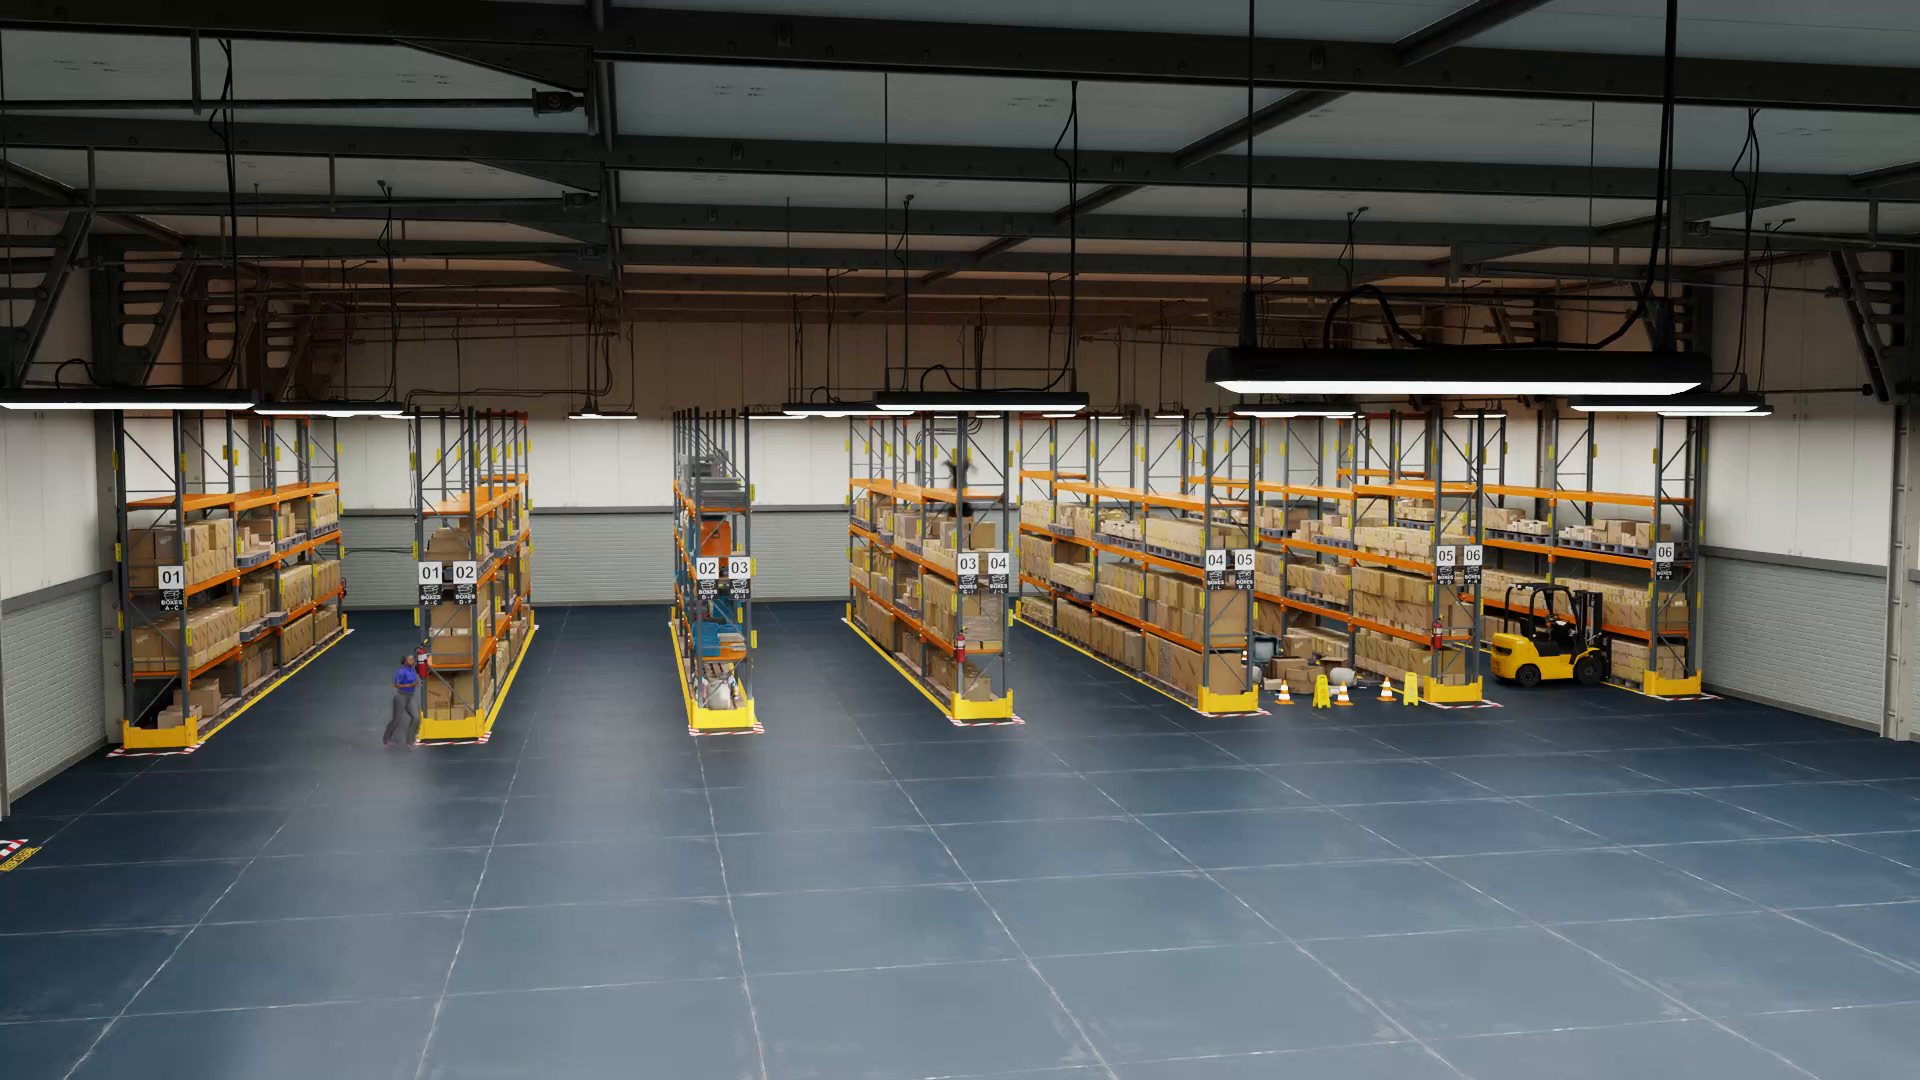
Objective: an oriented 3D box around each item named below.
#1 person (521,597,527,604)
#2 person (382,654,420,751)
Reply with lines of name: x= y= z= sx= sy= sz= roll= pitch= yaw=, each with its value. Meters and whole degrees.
person: x=-12.542 y=1.545 z=46.934 sx=0.700 sy=1.739 sz=0.672 roll=-1 pitch=4 yaw=-11
person: x=-9.724 y=2.844 z=29.103 sx=0.739 sy=1.715 sz=0.560 roll=2 pitch=4 yaw=23
